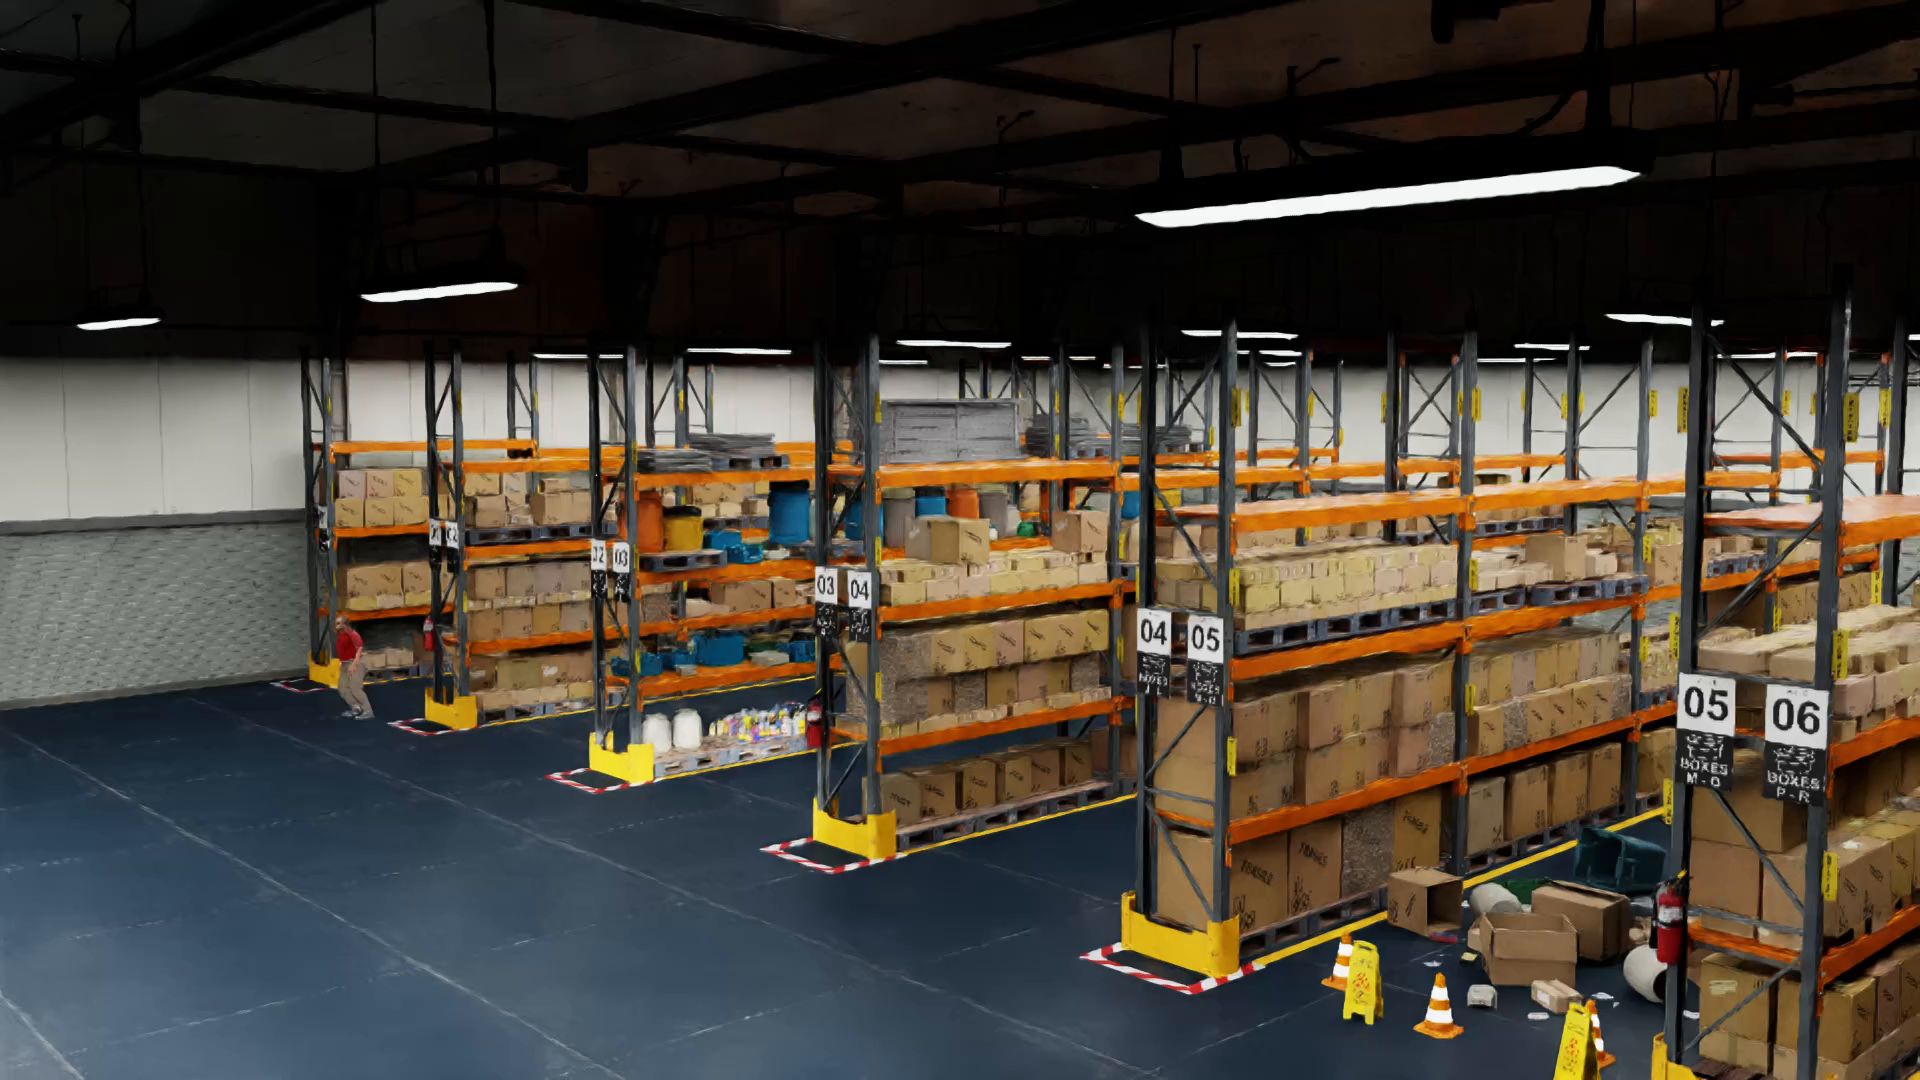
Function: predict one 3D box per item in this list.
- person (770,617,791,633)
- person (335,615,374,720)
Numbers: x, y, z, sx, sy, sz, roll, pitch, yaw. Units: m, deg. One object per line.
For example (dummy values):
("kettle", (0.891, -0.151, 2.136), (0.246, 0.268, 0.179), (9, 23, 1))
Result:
("person", (-3.591, 1.493, 32.624), (1.088, 1.574, 0.447), (-4, 7, -40))
("person", (-9.661, 2.011, 26.431), (0.535, 1.675, 0.682), (-5, 7, -45))
